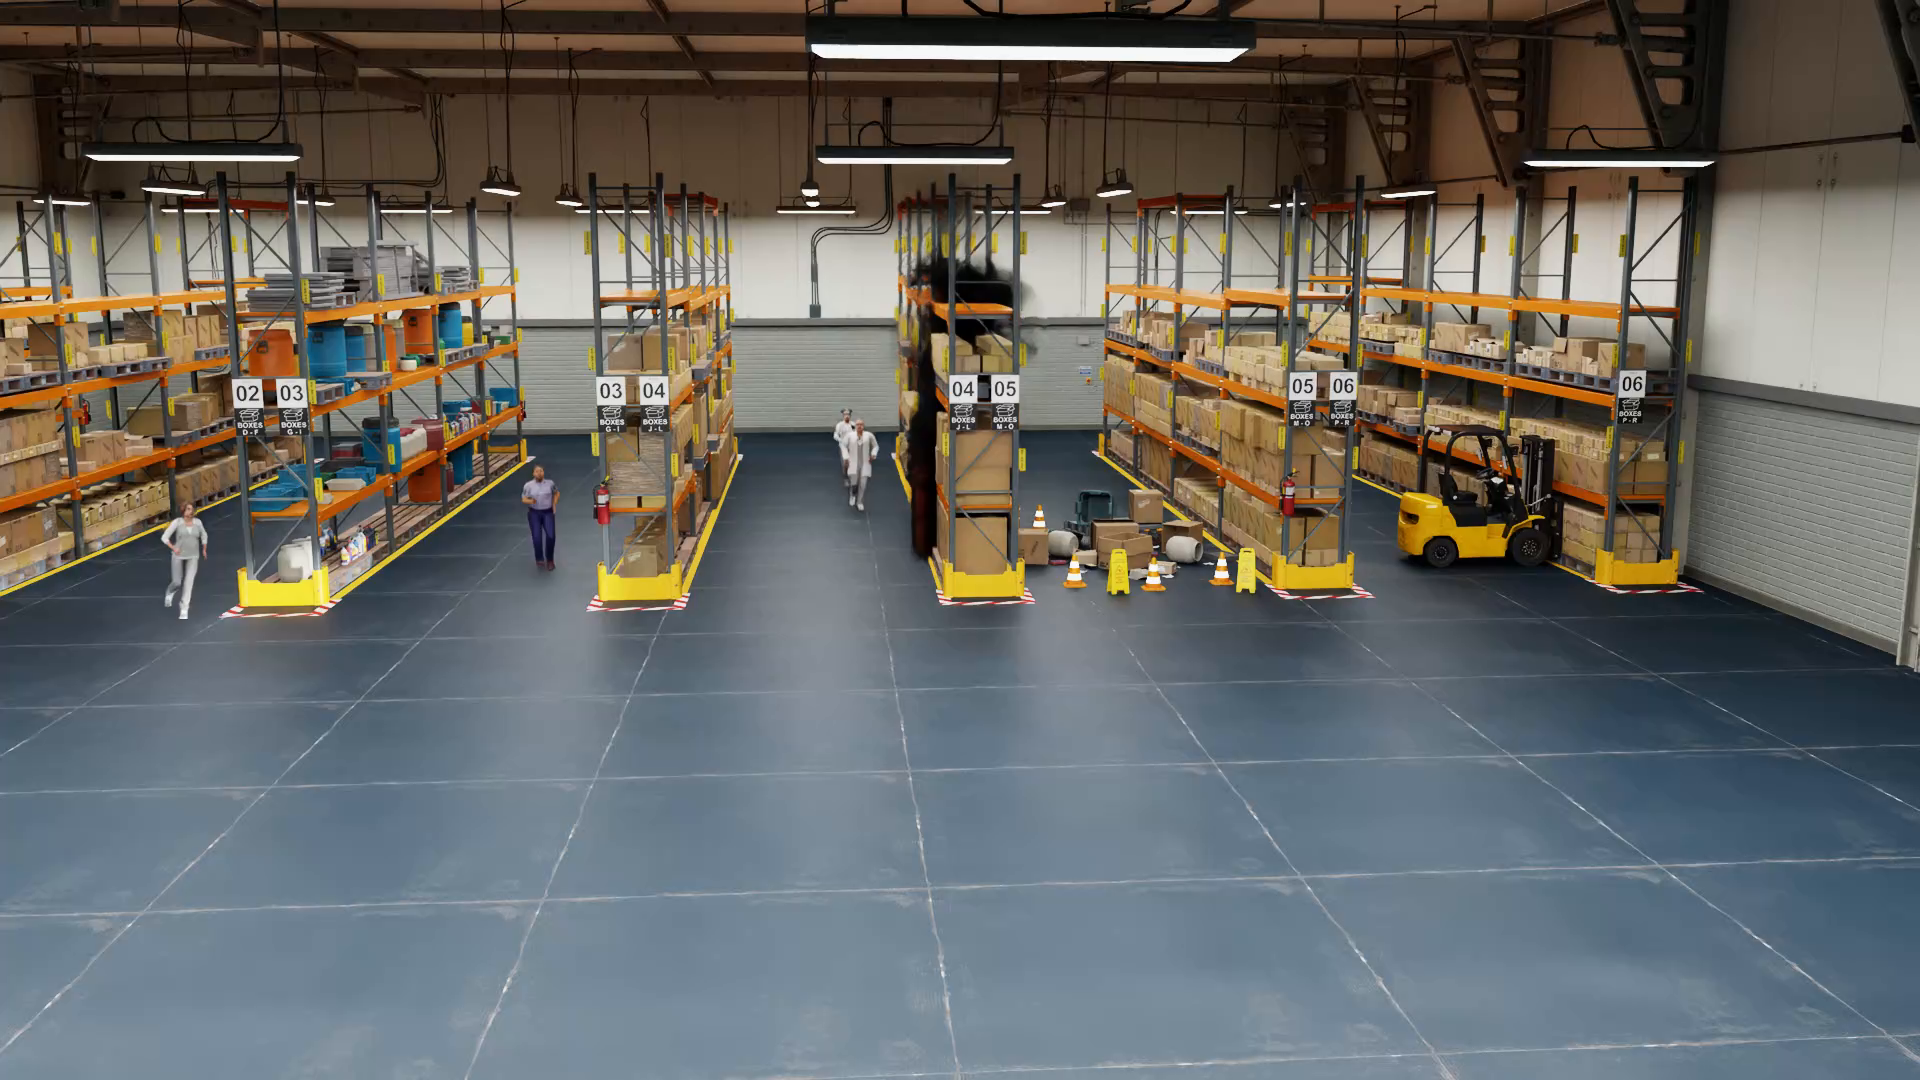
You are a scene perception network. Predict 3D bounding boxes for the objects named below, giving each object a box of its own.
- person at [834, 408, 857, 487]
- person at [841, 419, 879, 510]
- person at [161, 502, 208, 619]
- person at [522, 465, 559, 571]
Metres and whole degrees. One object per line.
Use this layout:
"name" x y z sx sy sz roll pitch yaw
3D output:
"person" -2.346 -1.931 34.827 0.598 1.654 0.522 -1 10 -4
"person" -1.912 -1.453 31.935 0.727 1.747 0.633 -1 10 -7
"person" -10.590 0.249 22.798 0.601 1.551 0.814 -7 12 -36
"person" -6.526 -0.329 25.963 0.586 1.658 0.661 -3 10 -17
